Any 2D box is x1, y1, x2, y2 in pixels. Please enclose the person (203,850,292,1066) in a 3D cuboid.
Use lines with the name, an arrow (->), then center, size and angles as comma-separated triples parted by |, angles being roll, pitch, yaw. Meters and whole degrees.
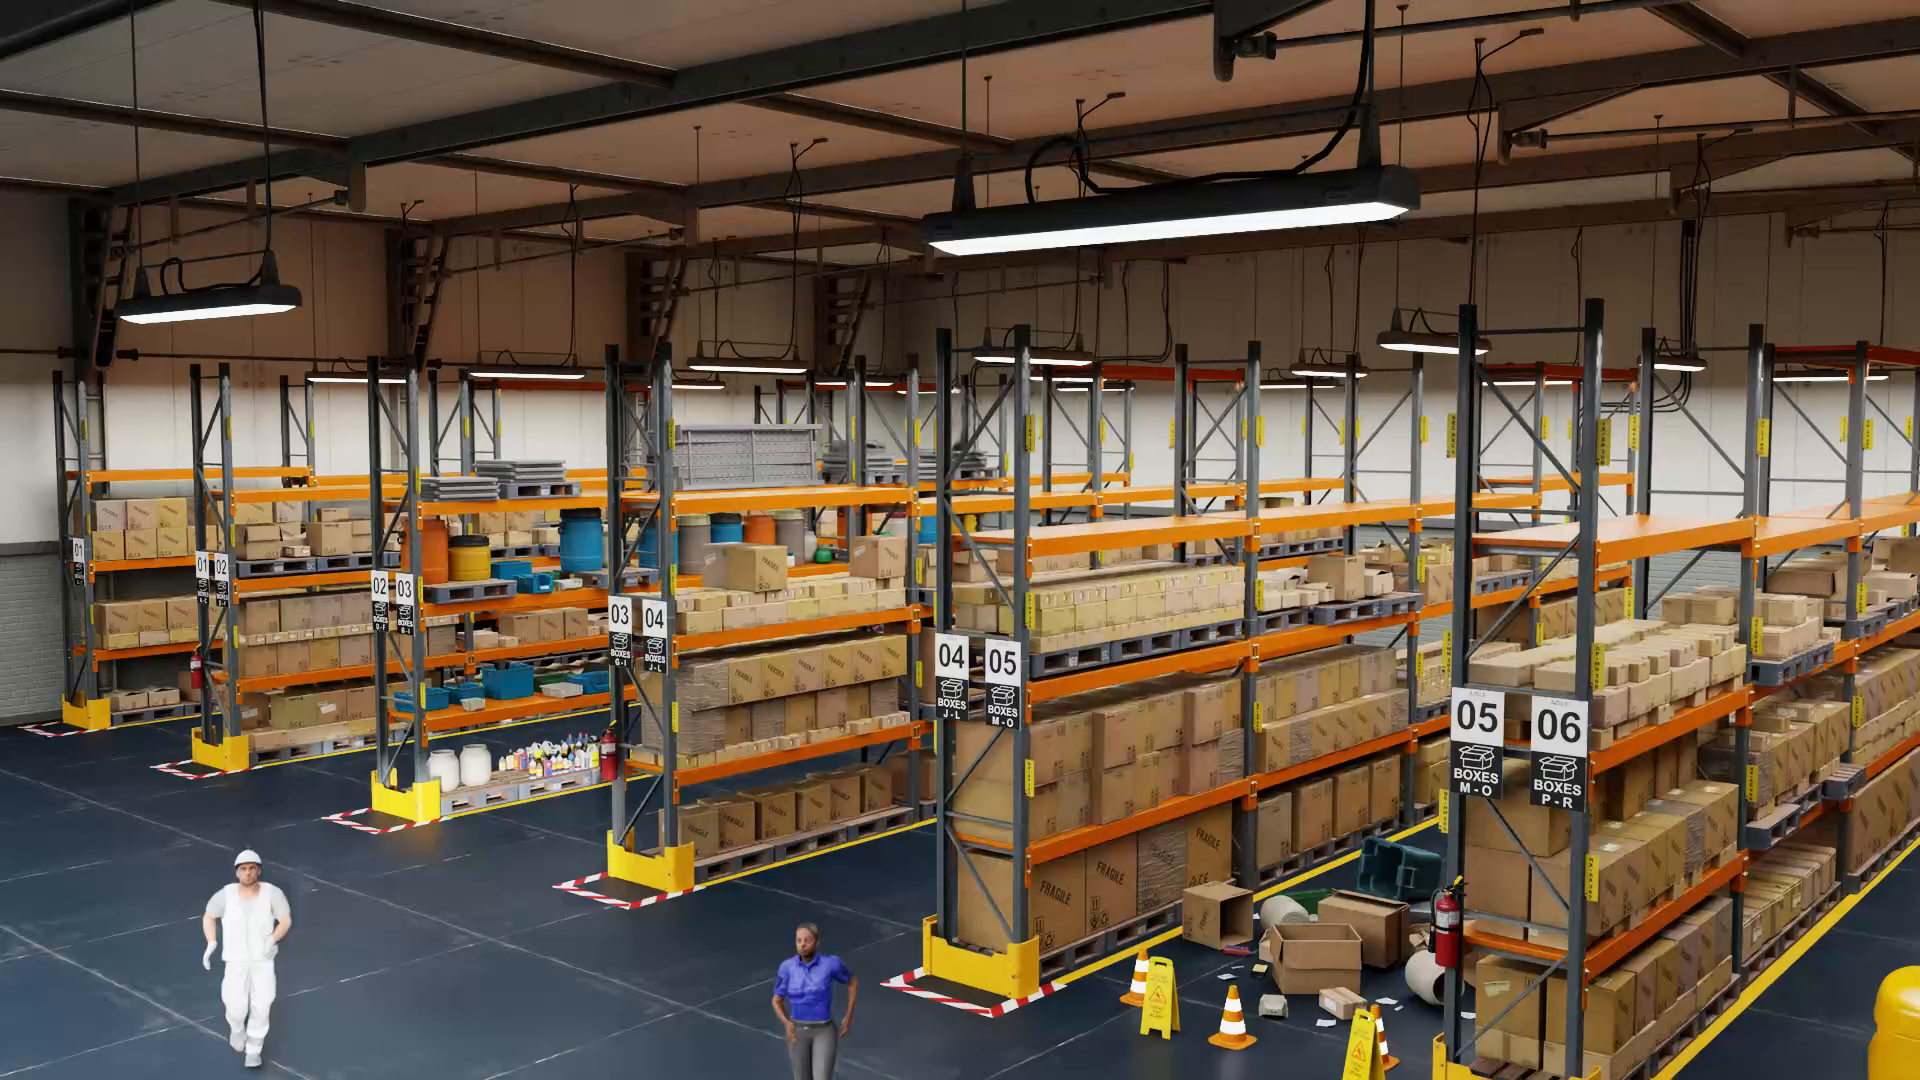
person -> -5.652, 3.340, 13.215 | 0.656, 1.739, 0.584 | -2, 4, -23

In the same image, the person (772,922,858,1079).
person -> -1.037, 3.506, 11.727 | 0.589, 1.615, 0.617 | 0, 4, 4
